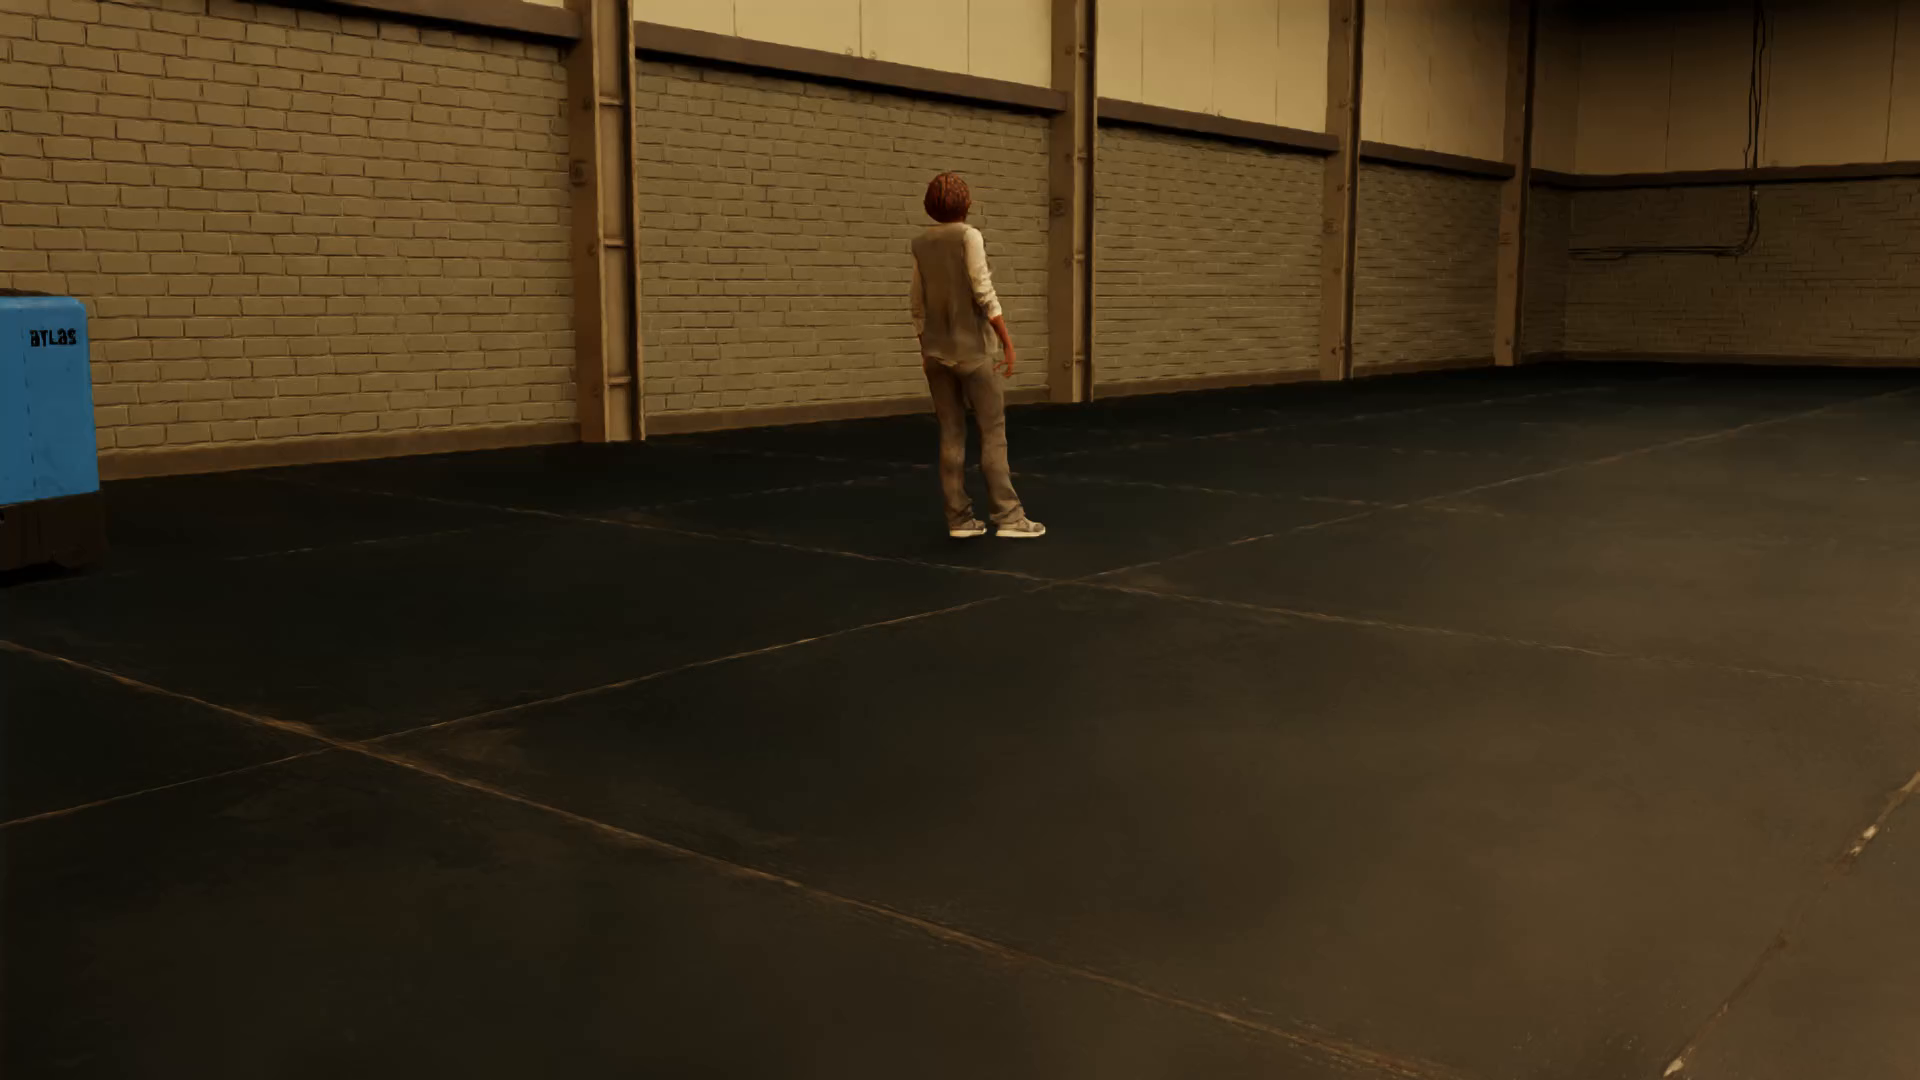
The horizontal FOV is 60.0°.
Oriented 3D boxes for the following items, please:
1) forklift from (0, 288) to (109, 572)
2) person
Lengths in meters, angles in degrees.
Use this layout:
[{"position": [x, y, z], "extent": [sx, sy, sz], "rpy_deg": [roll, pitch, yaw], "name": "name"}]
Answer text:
[{"position": [-4.354, -1.162, 5.220], "extent": [1.130, 2.935, 3.031], "rpy_deg": [3, 9, 19], "name": "forklift"}, {"position": [0.057, -0.804, 7.337], "extent": [0.521, 1.597, 0.474], "rpy_deg": [7, 11, 38], "name": "person"}]
